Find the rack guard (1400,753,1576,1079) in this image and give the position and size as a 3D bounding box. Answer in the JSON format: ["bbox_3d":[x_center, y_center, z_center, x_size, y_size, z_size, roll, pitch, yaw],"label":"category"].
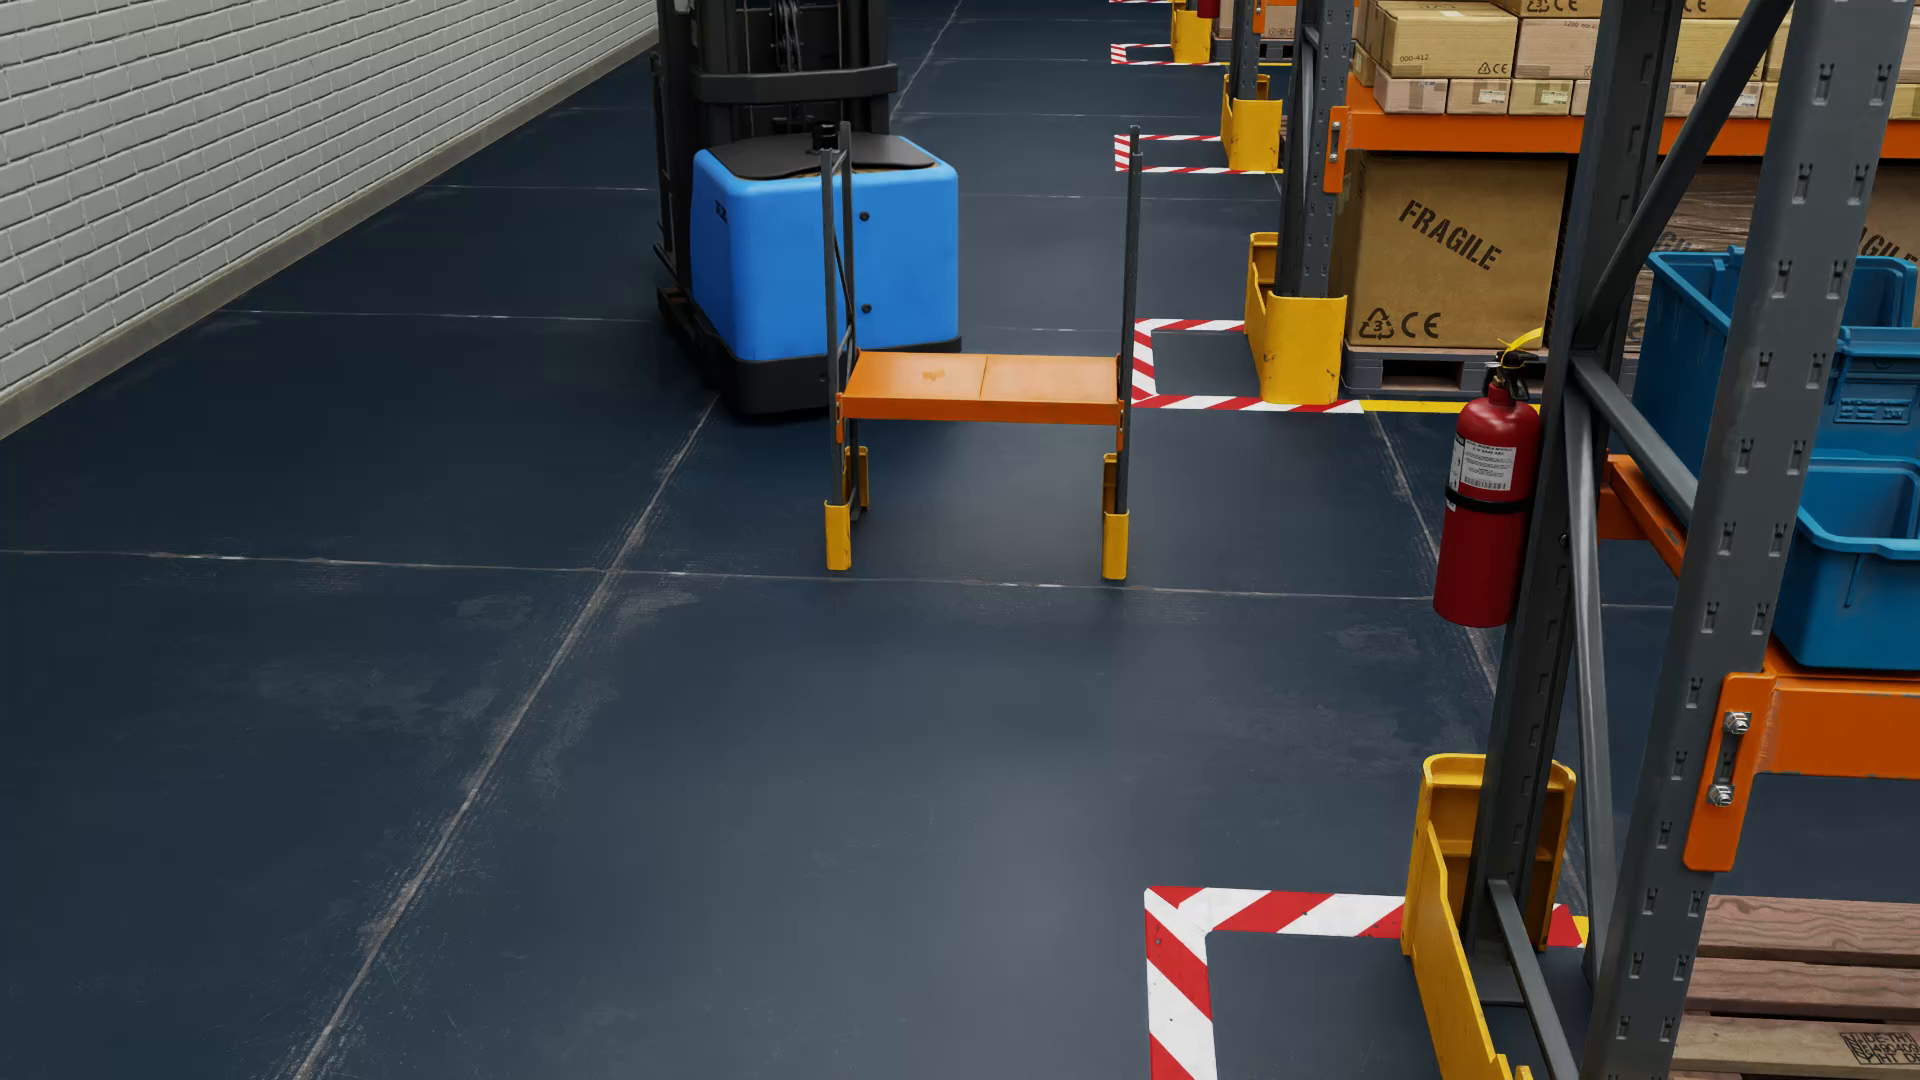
[{"bbox_3d":[1.218,0.982,3.518,0.348,0.500,1.175,2,25,4],"label":"rack guard"}]

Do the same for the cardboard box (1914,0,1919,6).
[{"bbox_3d":[4.143,-2.658,7.364,0.500,0.500,0.500,1,25,2],"label":"cardboard box"}]

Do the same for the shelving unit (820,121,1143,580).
[{"bbox_3d":[0.076,-0.679,5.931,1.083,1.500,0.587,2,25,4],"label":"shelving unit"}]

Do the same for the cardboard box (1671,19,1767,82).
[{"bbox_3d":[3.100,-2.130,7.115,0.500,0.250,0.500,1,25,2],"label":"cardboard box"}]

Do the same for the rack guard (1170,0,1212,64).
[{"bbox_3d":[2.357,-5.218,16.992,0.348,0.500,1.175,2,25,4],"label":"rack guard"}]

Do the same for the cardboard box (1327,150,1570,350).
[{"bbox_3d":[2.267,-1.461,7.876,0.875,0.875,0.875,2,25,4],"label":"cardboard box"}]

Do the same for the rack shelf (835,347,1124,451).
[{"bbox_3d":[0.085,-0.515,6.006,1.000,0.185,0.538,2,25,4],"label":"rack shelf"}]

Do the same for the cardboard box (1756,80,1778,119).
[{"bbox_3d":[3.485,-1.911,7.115,0.250,0.149,0.380,1,25,3],"label":"cardboard box"}]

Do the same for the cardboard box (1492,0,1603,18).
[{"bbox_3d":[2.579,-2.486,6.992,0.500,0.500,0.500,1,25,3],"label":"cardboard box"}]

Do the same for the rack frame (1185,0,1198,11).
[{"bbox_3d":[2.381,-6.353,16.468,0.127,3.000,1.000,2,25,4],"label":"rack frame"}]

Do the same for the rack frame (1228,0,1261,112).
[{"bbox_3d":[2.103,-4.287,11.978,0.127,3.000,1.000,2,25,4],"label":"rack frame"}]

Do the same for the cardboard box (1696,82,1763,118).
[{"bbox_3d":[3.233,-1.920,7.134,0.250,0.149,0.380,2,25,3],"label":"cardboard box"}]

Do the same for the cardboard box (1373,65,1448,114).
[{"bbox_3d":[1.951,-1.960,7.221,0.250,0.149,0.380,2,25,5],"label":"cardboard box"}]

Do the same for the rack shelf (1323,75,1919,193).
[{"bbox_3d":[3.617,-1.832,7.503,4.000,0.370,1.077,2,25,4],"label":"rack shelf"}]

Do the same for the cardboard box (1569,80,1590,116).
[{"bbox_3d":[2.723,-1.936,7.170,0.250,0.149,0.380,1,25,3],"label":"cardboard box"}]

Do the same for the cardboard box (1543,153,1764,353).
[{"bbox_3d":[3.174,-1.432,7.813,0.875,0.875,0.875,2,25,4],"label":"cardboard box"}]

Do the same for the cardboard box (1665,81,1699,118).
[{"bbox_3d":[2.976,-1.928,7.151,0.250,0.149,0.380,1,25,3],"label":"cardboard box"}]

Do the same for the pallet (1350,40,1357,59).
[{"bbox_3d":[4.398,-5.053,16.979,1.213,0.211,1.003,2,25,4],"label":"pallet"}]

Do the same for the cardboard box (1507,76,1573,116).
[{"bbox_3d":[2.462,-1.944,7.187,0.250,0.149,0.380,1,25,3],"label":"cardboard box"}]

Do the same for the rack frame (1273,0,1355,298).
[{"bbox_3d":[1.623,-2.223,7.492,0.127,3.000,1.000,2,25,4],"label":"rack frame"}]

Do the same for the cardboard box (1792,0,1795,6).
[{"bbox_3d":[3.659,-2.337,7.564,0.500,0.250,0.500,2,25,4],"label":"cardboard box"}]

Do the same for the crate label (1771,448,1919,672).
[{"bbox_3d":[1.464,0.036,2.713,0.303,0.233,0.416,2,25,4],"label":"crate label"}]

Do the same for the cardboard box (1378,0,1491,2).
[{"bbox_3d":[2.128,-2.724,7.509,0.500,0.500,0.500,2,25,5],"label":"cardboard box"}]

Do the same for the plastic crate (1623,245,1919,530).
[{"bbox_3d":[1.592,-0.269,3.132,0.499,0.435,0.616,2,25,4],"label":"plastic crate"}]

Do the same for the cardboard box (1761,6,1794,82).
[{"bbox_3d":[3.621,-2.116,7.083,0.500,0.250,0.500,1,25,3],"label":"cardboard box"}]

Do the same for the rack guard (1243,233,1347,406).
[{"bbox_3d":[1.599,-1.088,8.016,0.348,0.500,1.175,2,25,4],"label":"rack guard"}]

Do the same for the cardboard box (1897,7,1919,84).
[{"bbox_3d":[4.125,-2.098,7.045,0.500,0.250,0.500,2,25,5],"label":"cardboard box"}]

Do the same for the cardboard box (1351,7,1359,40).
[{"bbox_3d":[3.960,-5.375,16.905,0.875,0.438,0.875,2,25,5],"label":"cardboard box"}]

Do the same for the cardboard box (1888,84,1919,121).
[{"bbox_3d":[4.000,-1.895,7.080,0.250,0.149,0.380,1,25,3],"label":"cardboard box"}]

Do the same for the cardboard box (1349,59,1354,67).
[{"bbox_3d":[2.896,-3.509,12.485,0.250,0.149,0.380,2,25,5],"label":"cardboard box"}]

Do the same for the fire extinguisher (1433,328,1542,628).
[{"bbox_3d":[1.128,-0.148,3.522,0.183,0.674,0.296,2,25,4],"label":"fire extinguisher"}]

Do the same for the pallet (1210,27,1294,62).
[{"bbox_3d":[3.184,-5.093,17.066,1.213,0.211,1.003,2,25,4],"label":"pallet"}]

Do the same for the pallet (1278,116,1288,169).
[{"bbox_3d":[2.986,-2.977,12.467,1.213,0.211,1.003,2,25,4],"label":"pallet"}]

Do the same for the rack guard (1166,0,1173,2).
[{"bbox_3d":[2.833,-7.284,21.482,0.348,0.500,1.175,2,25,4],"label":"rack guard"}]

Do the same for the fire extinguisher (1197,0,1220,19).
[{"bbox_3d":[1.887,-4.283,12.507,0.183,0.674,0.296,2,25,4],"label":"fire extinguisher"}]

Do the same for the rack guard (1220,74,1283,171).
[{"bbox_3d":[2.179,-3.149,12.495,0.348,0.500,1.175,2,25,4],"label":"rack guard"}]

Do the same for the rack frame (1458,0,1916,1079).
[{"bbox_3d":[1.243,-0.158,3.006,0.127,3.000,1.000,2,25,4],"label":"rack frame"}]

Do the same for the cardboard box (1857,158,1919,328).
[{"bbox_3d":[4.061,-1.404,7.751,0.875,0.875,0.875,2,25,4],"label":"cardboard box"}]

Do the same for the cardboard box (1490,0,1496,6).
[{"bbox_3d":[2.632,-2.368,7.632,0.500,0.250,0.500,1,25,3],"label":"cardboard box"}]

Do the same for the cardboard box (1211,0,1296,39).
[{"bbox_3d":[3.047,-5.400,16.961,0.875,0.438,0.875,1,25,2],"label":"cardboard box"}]

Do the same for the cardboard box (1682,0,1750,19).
[{"bbox_3d":[3.096,-2.472,6.961,0.500,0.500,0.500,1,25,3],"label":"cardboard box"}]

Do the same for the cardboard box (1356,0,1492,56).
[{"bbox_3d":[2.126,-2.385,7.668,0.500,0.250,0.500,1,25,3],"label":"cardboard box"}]

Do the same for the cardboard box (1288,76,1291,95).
[{"bbox_3d":[2.651,-3.420,12.645,0.250,0.149,0.380,1,25,3],"label":"cardboard box"}]

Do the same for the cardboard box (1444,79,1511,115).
[{"bbox_3d":[2.207,-1.952,7.204,0.250,0.149,0.380,1,25,3],"label":"cardboard box"}]

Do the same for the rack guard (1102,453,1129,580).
[{"bbox_3d":[0.573,-0.095,6.158,0.087,0.250,0.587,2,25,4],"label":"rack guard"}]

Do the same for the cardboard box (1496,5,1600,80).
[{"bbox_3d":[2.599,-2.148,7.153,0.500,0.250,0.500,2,25,3],"label":"cardboard box"}]

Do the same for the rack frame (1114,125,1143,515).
[{"bbox_3d":[0.592,-0.662,5.895,0.032,1.500,0.500,2,25,4],"label":"rack frame"}]

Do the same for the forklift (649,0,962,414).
[{"bbox_3d":[-0.962,-2.474,8.120,1.130,2.935,3.031,-8,26,-18],"label":"forklift"}]

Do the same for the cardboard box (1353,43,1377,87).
[{"bbox_3d":[2.003,-2.234,7.818,0.250,0.149,0.380,2,25,5],"label":"cardboard box"}]

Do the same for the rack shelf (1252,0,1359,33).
[{"bbox_3d":[4.097,-3.896,11.989,4.000,0.370,1.077,2,25,4],"label":"rack shelf"}]

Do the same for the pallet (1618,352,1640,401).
[{"bbox_3d":[3.639,-0.923,8.003,1.213,0.211,1.003,2,25,4],"label":"pallet"}]

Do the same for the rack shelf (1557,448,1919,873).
[{"bbox_3d":[3.237,0.232,3.017,4.000,0.370,1.077,2,25,4],"label":"rack shelf"}]

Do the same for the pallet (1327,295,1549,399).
[{"bbox_3d":[2.426,-0.963,8.090,1.213,0.211,1.003,2,25,4],"label":"pallet"}]

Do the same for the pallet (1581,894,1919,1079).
[{"bbox_3d":[2.063,1.151,3.496,1.213,0.211,1.003,2,25,4],"label":"pallet"}]

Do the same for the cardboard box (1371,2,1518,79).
[{"bbox_3d":[2.080,-2.162,7.183,0.500,0.250,0.500,1,25,3],"label":"cardboard box"}]

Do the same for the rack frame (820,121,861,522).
[{"bbox_3d":[-0.422,-0.695,5.966,0.032,1.500,0.500,2,25,4],"label":"rack frame"}]

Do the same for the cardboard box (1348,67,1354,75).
[{"bbox_3d":[2.883,-3.336,12.107,0.250,0.149,0.380,2,25,5],"label":"cardboard box"}]

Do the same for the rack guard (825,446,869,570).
[{"bbox_3d":[-0.421,-0.127,6.227,0.087,0.250,0.587,2,25,4],"label":"rack guard"}]
